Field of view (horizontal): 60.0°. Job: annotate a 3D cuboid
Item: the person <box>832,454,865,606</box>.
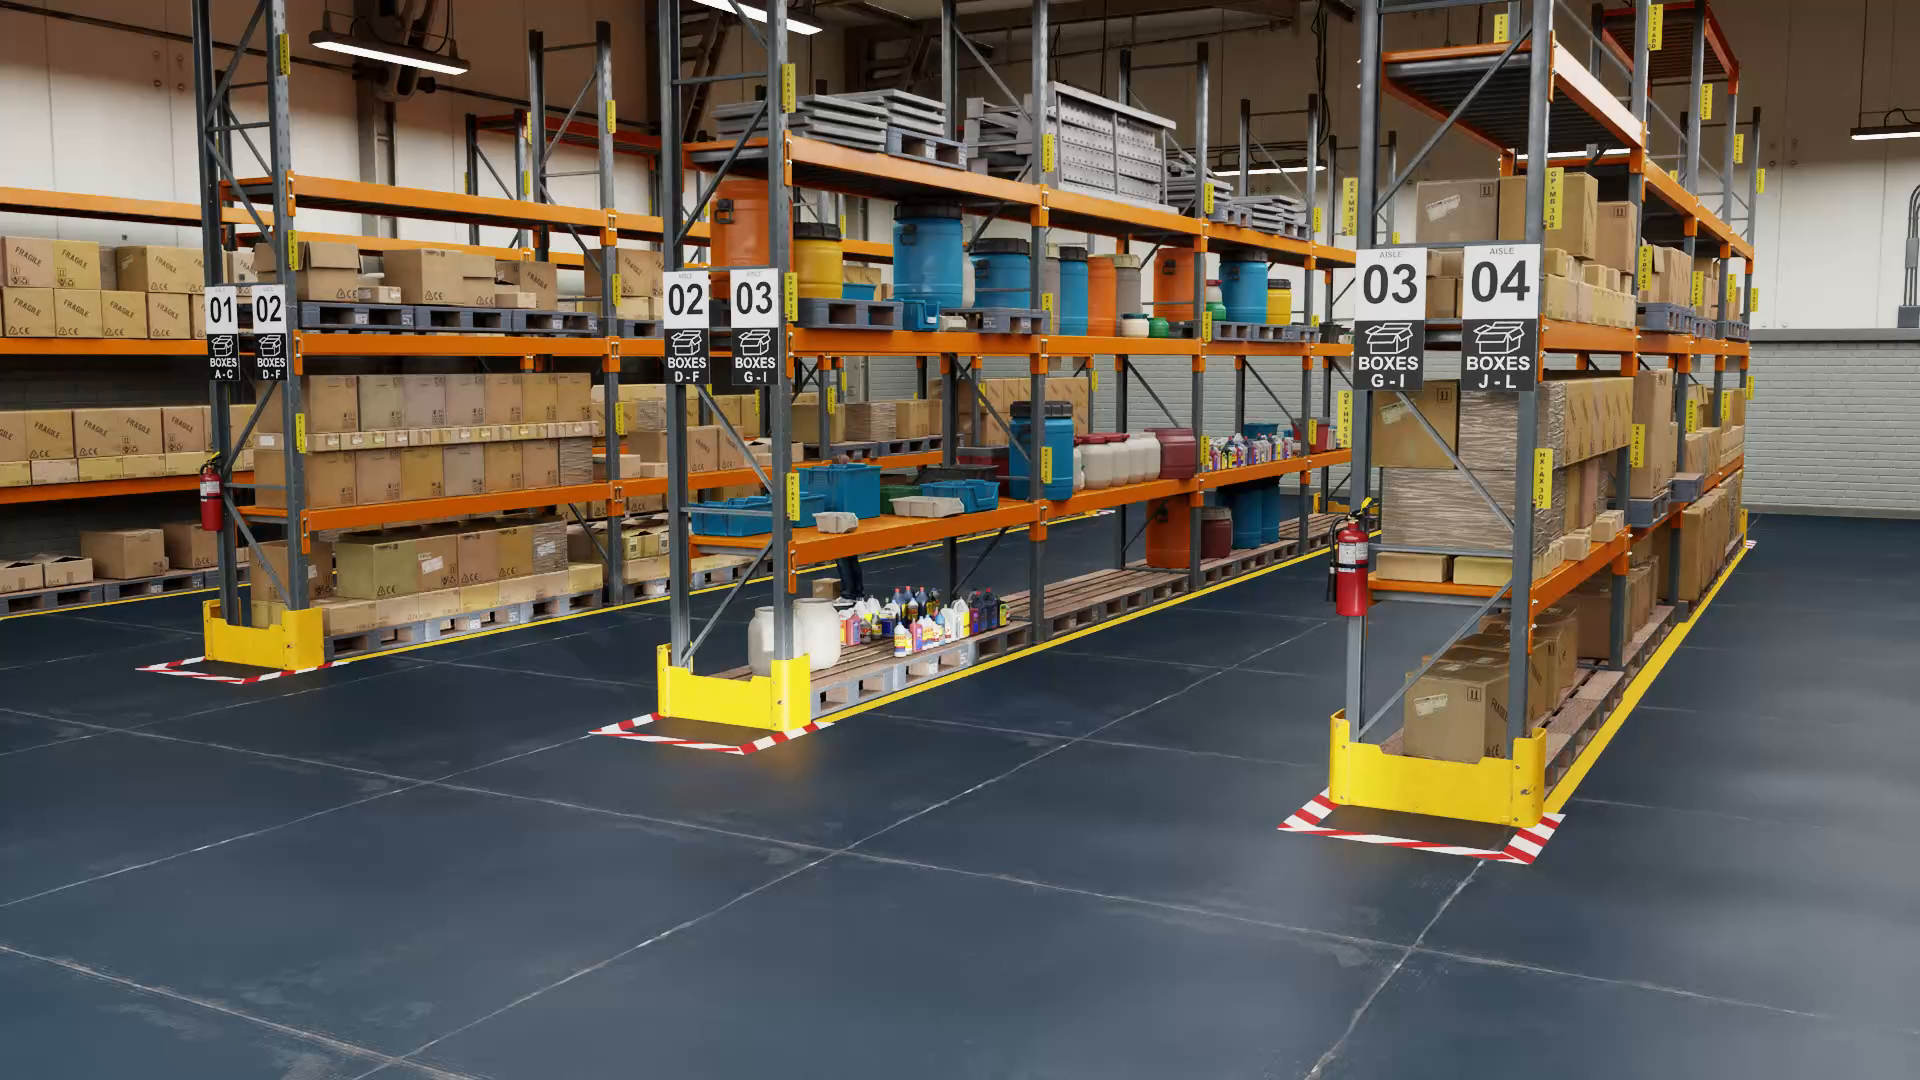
[{"bbox_3d":[-1.178,-0.105,17.542,0.345,1.593,0.460,3,7,29],"label":"person"}]
